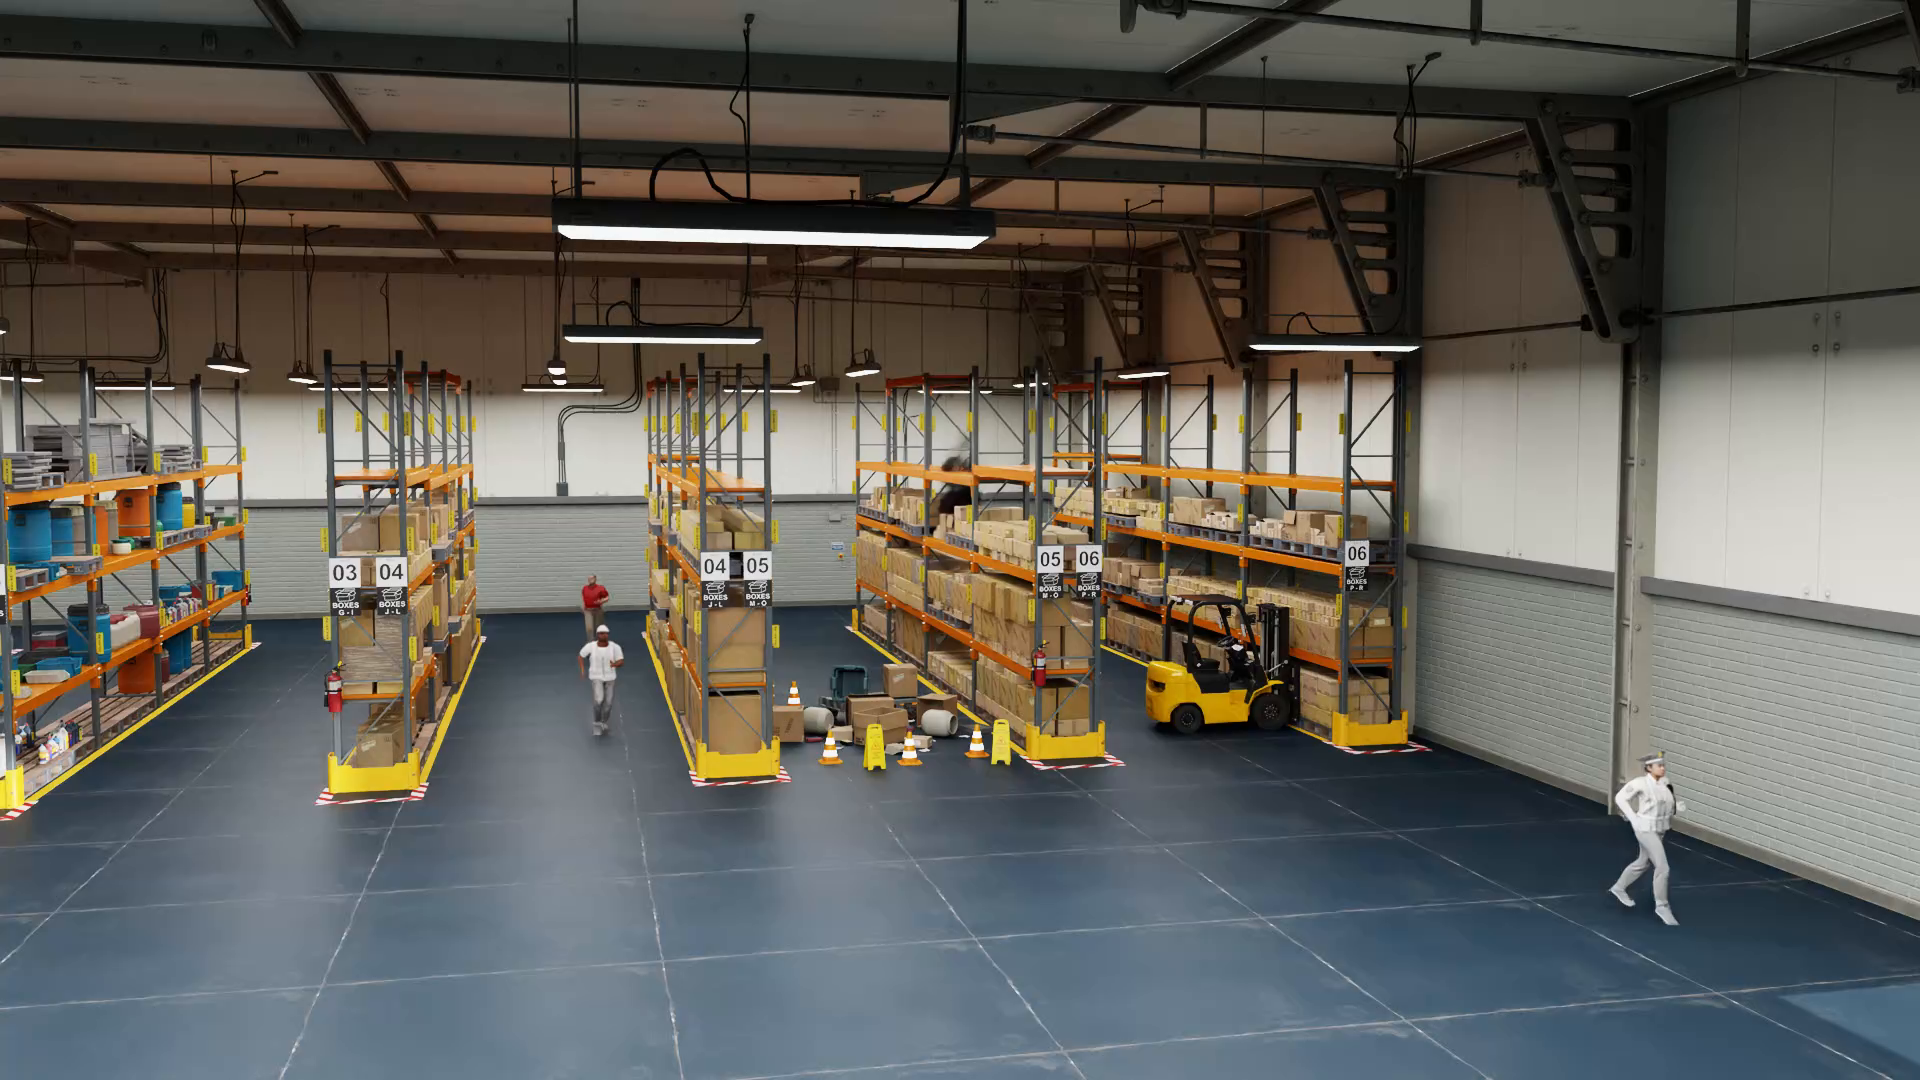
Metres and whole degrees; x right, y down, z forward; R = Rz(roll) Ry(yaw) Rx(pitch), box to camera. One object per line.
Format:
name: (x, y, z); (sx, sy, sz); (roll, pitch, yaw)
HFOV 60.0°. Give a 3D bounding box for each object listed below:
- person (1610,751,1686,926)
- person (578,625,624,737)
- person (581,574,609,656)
person: (7.026, 2.986, 16.925); (0.586, 1.748, 0.789); (-3, 5, -35)
person: (-5.751, 2.265, 26.760); (0.671, 1.798, 0.728); (-2, 4, -23)
person: (-7.981, 1.619, 36.335); (0.645, 1.751, 0.893); (0, 4, -2)
